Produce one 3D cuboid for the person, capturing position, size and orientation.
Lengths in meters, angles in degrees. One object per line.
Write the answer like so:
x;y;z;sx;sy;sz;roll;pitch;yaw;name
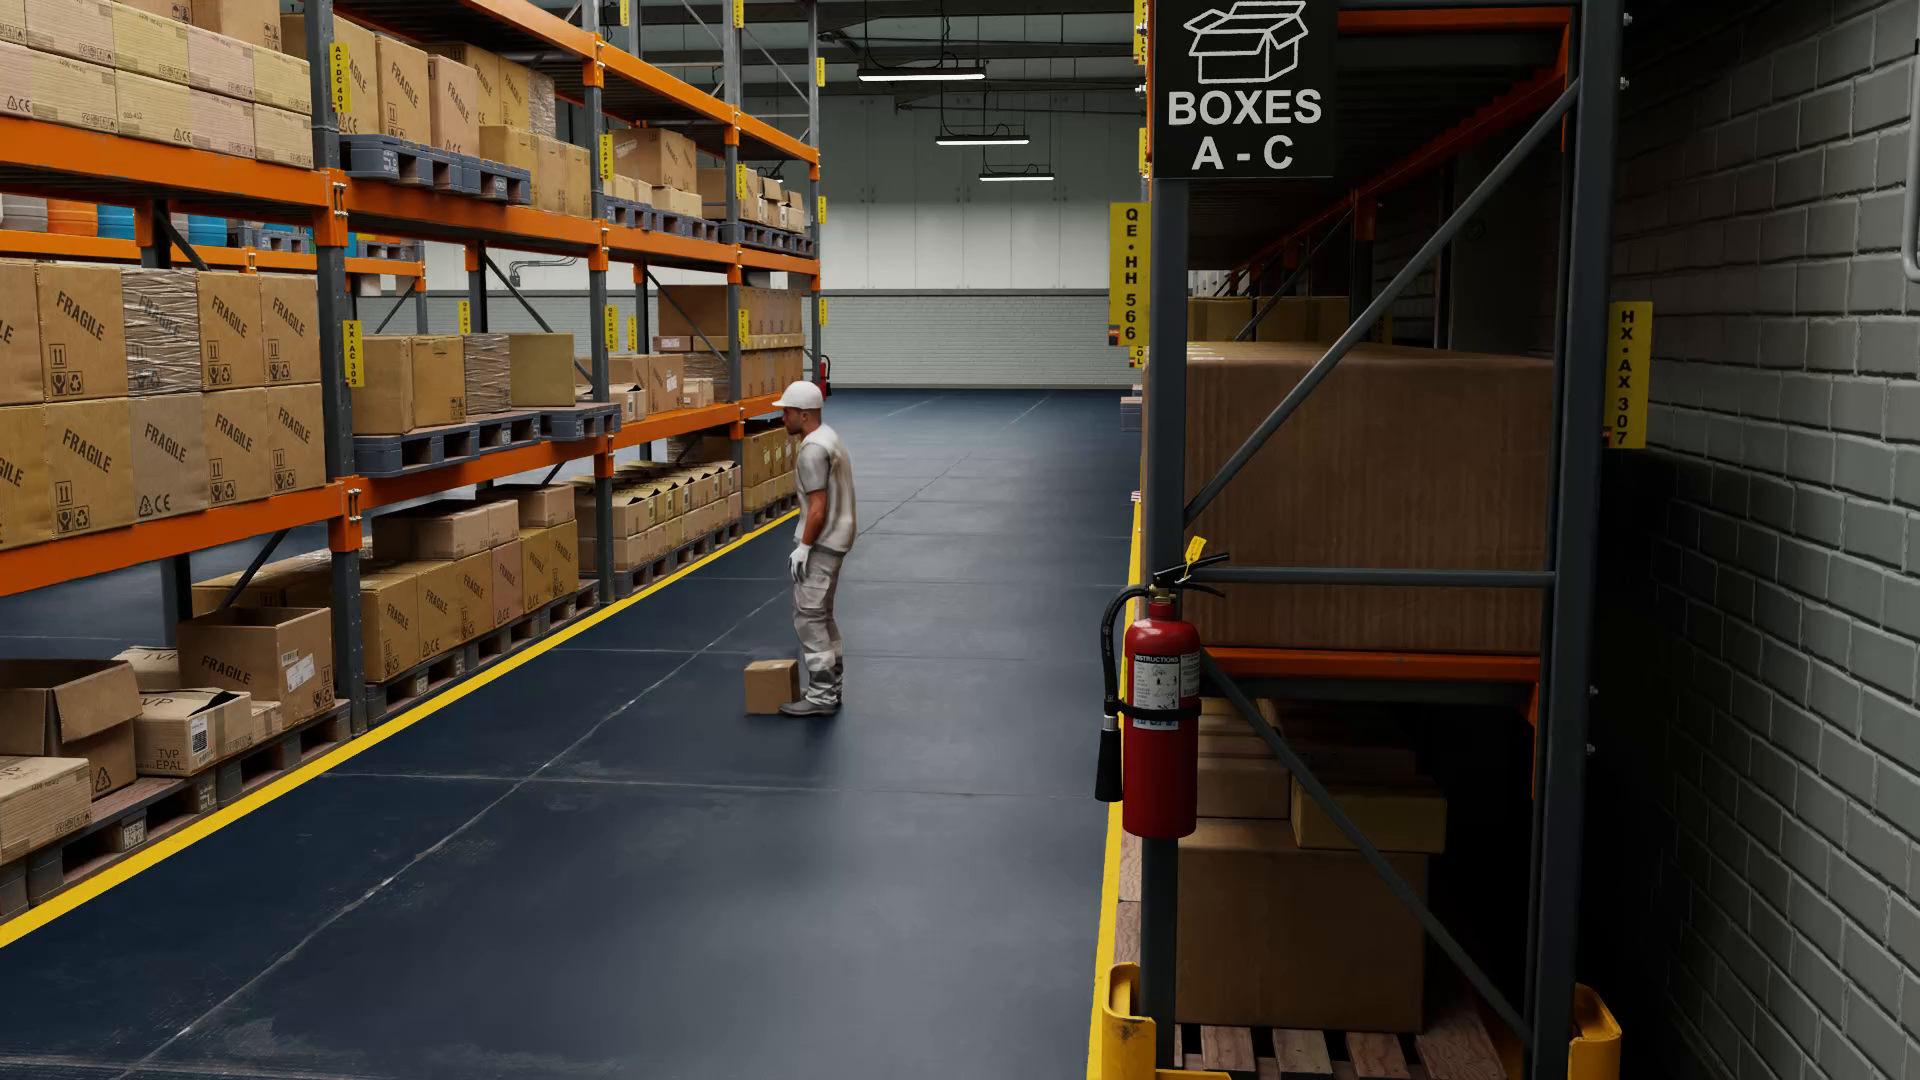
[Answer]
-0.778;0.041;8.912;0.441;1.780;0.579;1;8;4;person
